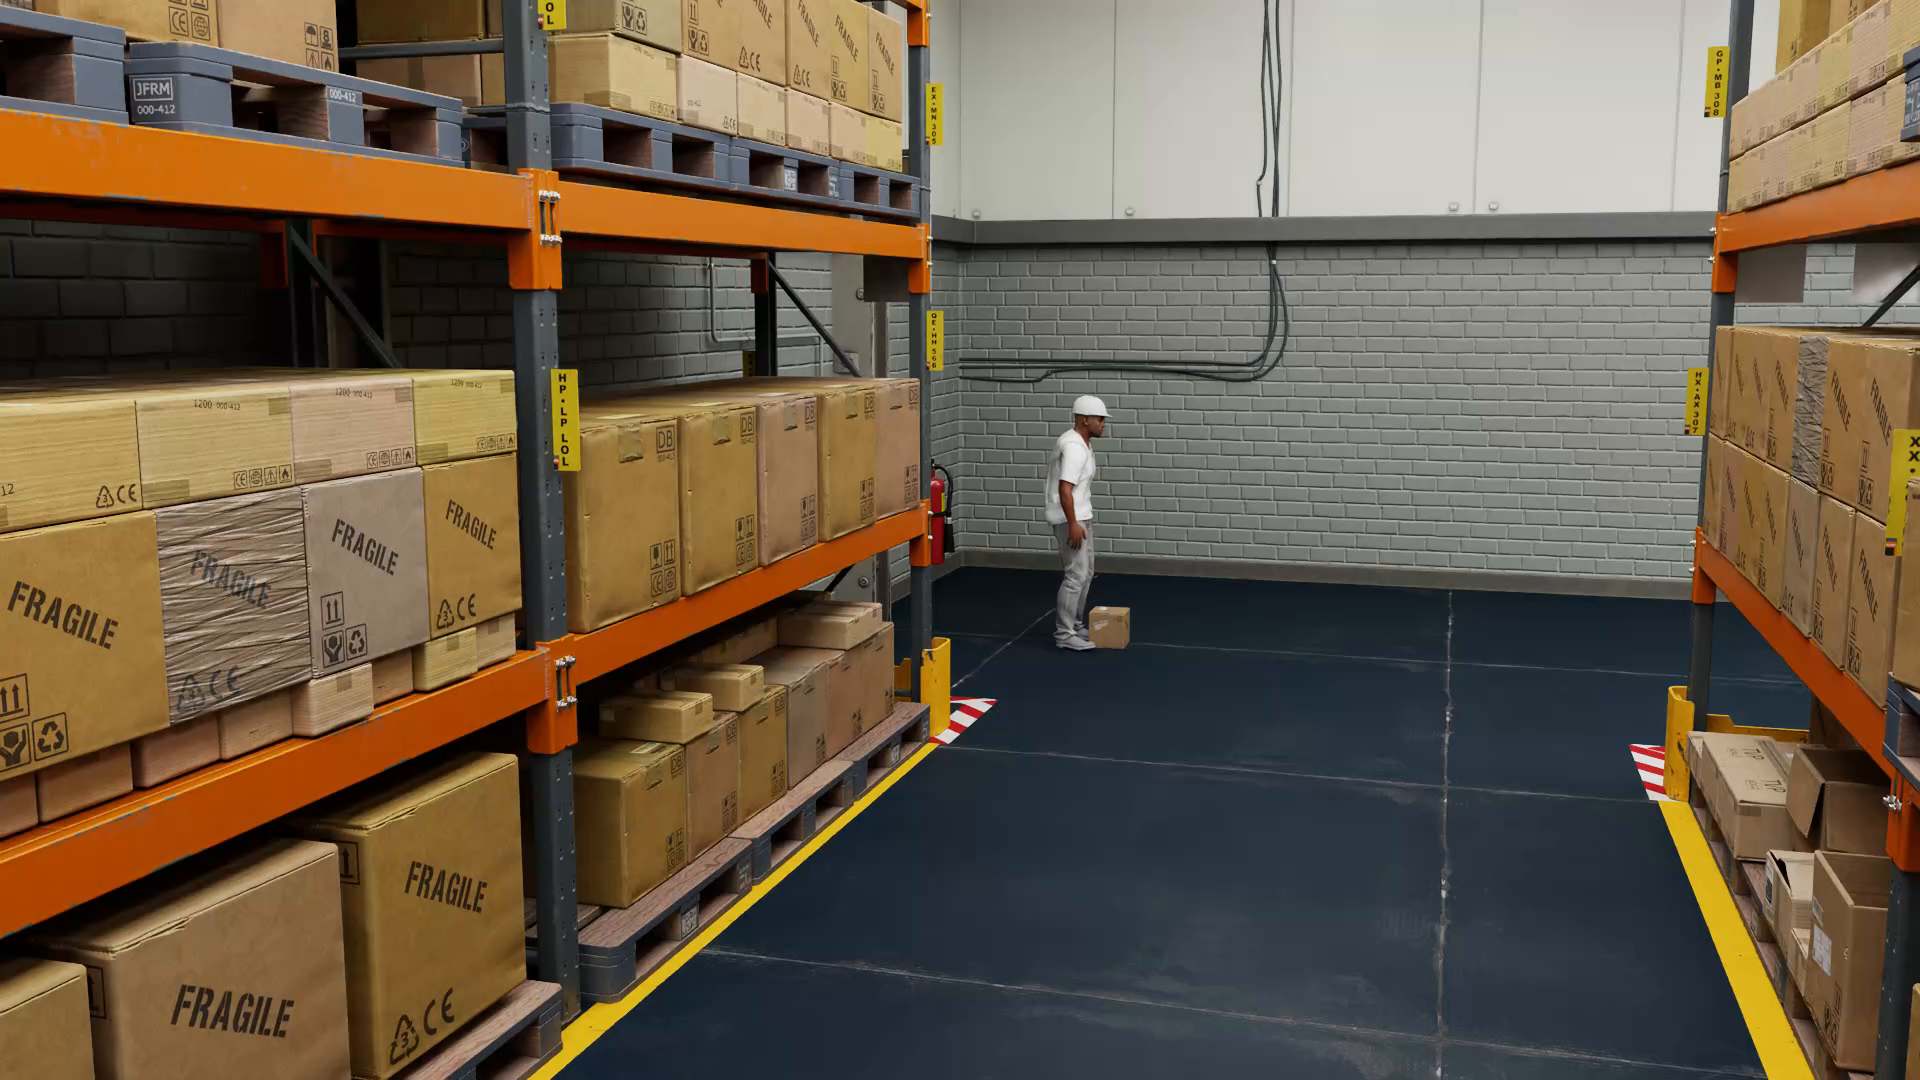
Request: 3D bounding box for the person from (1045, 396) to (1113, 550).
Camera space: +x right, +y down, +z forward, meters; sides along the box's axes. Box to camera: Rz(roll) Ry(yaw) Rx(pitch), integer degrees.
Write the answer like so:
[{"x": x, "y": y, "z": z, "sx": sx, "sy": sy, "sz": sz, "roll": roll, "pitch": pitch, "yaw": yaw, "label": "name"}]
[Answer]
[{"x": 0.833, "y": -0.480, "z": 11.655, "sx": 0.462, "sy": 1.062, "sz": 0.632, "roll": 2, "pitch": 8, "yaw": 13, "label": "person"}]
